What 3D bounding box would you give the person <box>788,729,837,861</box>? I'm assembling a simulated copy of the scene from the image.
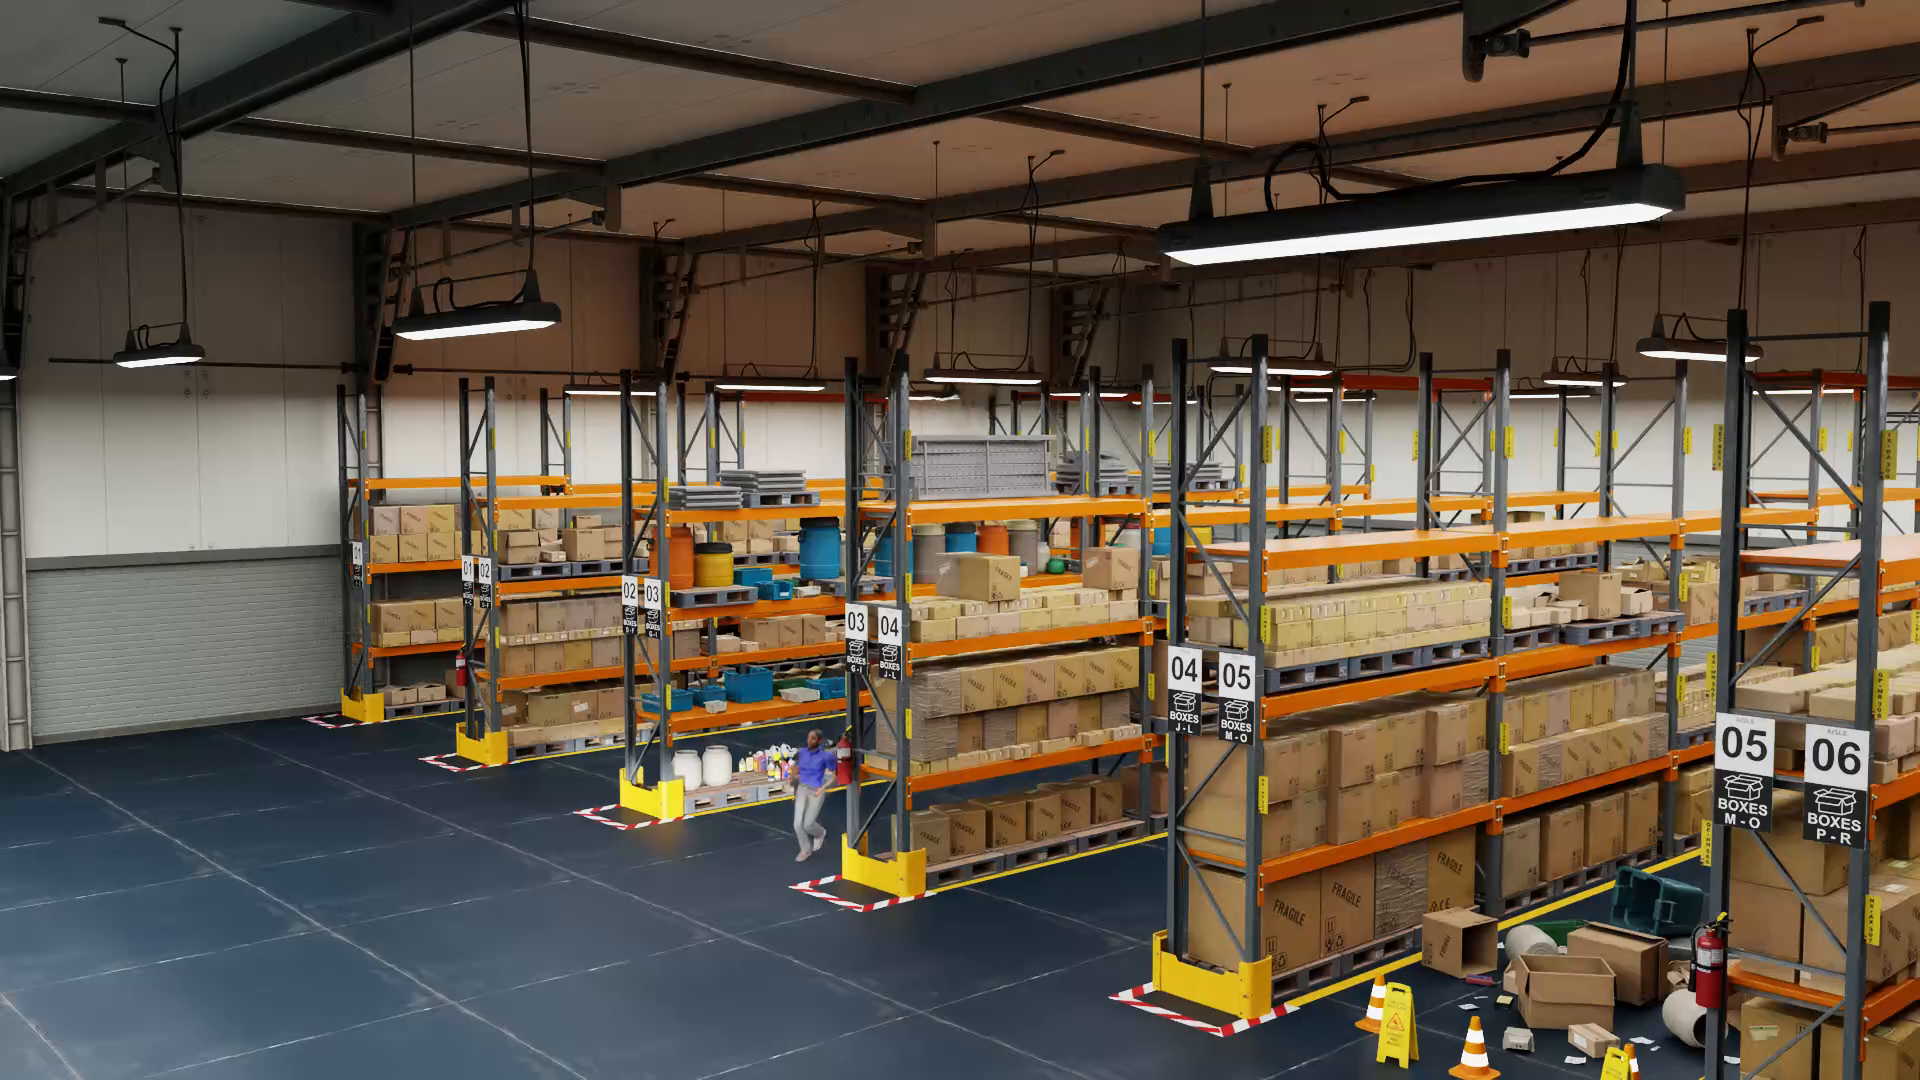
[{"bbox_3d":[-1.772,3.065,20.021,0.601,1.609,0.602,2,4,29],"label":"person"}]
